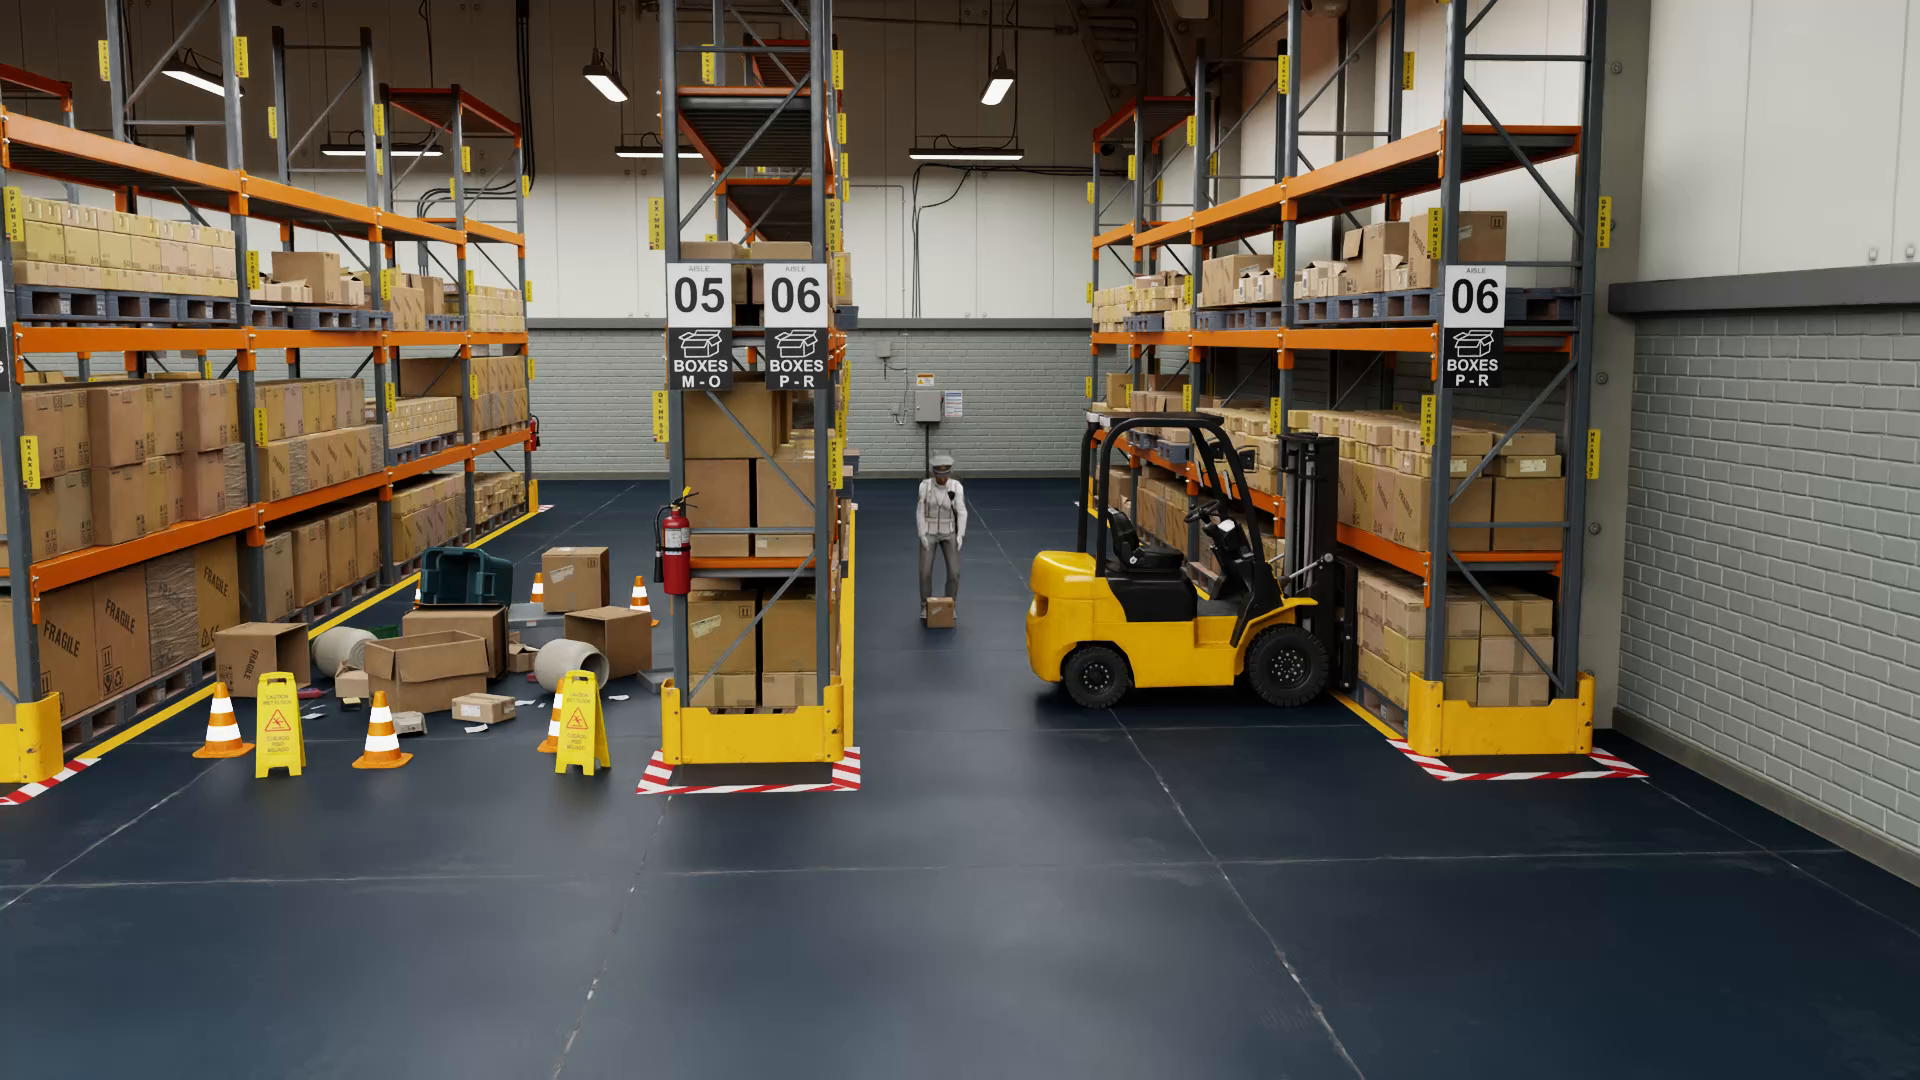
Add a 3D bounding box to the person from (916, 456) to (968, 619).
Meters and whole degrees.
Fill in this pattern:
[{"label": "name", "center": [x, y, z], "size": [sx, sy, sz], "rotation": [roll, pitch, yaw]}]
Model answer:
[{"label": "person", "center": [-0.179, -0.027, 16.271], "size": [0.508, 1.604, 0.485], "rotation": [0, 7, 0]}]
